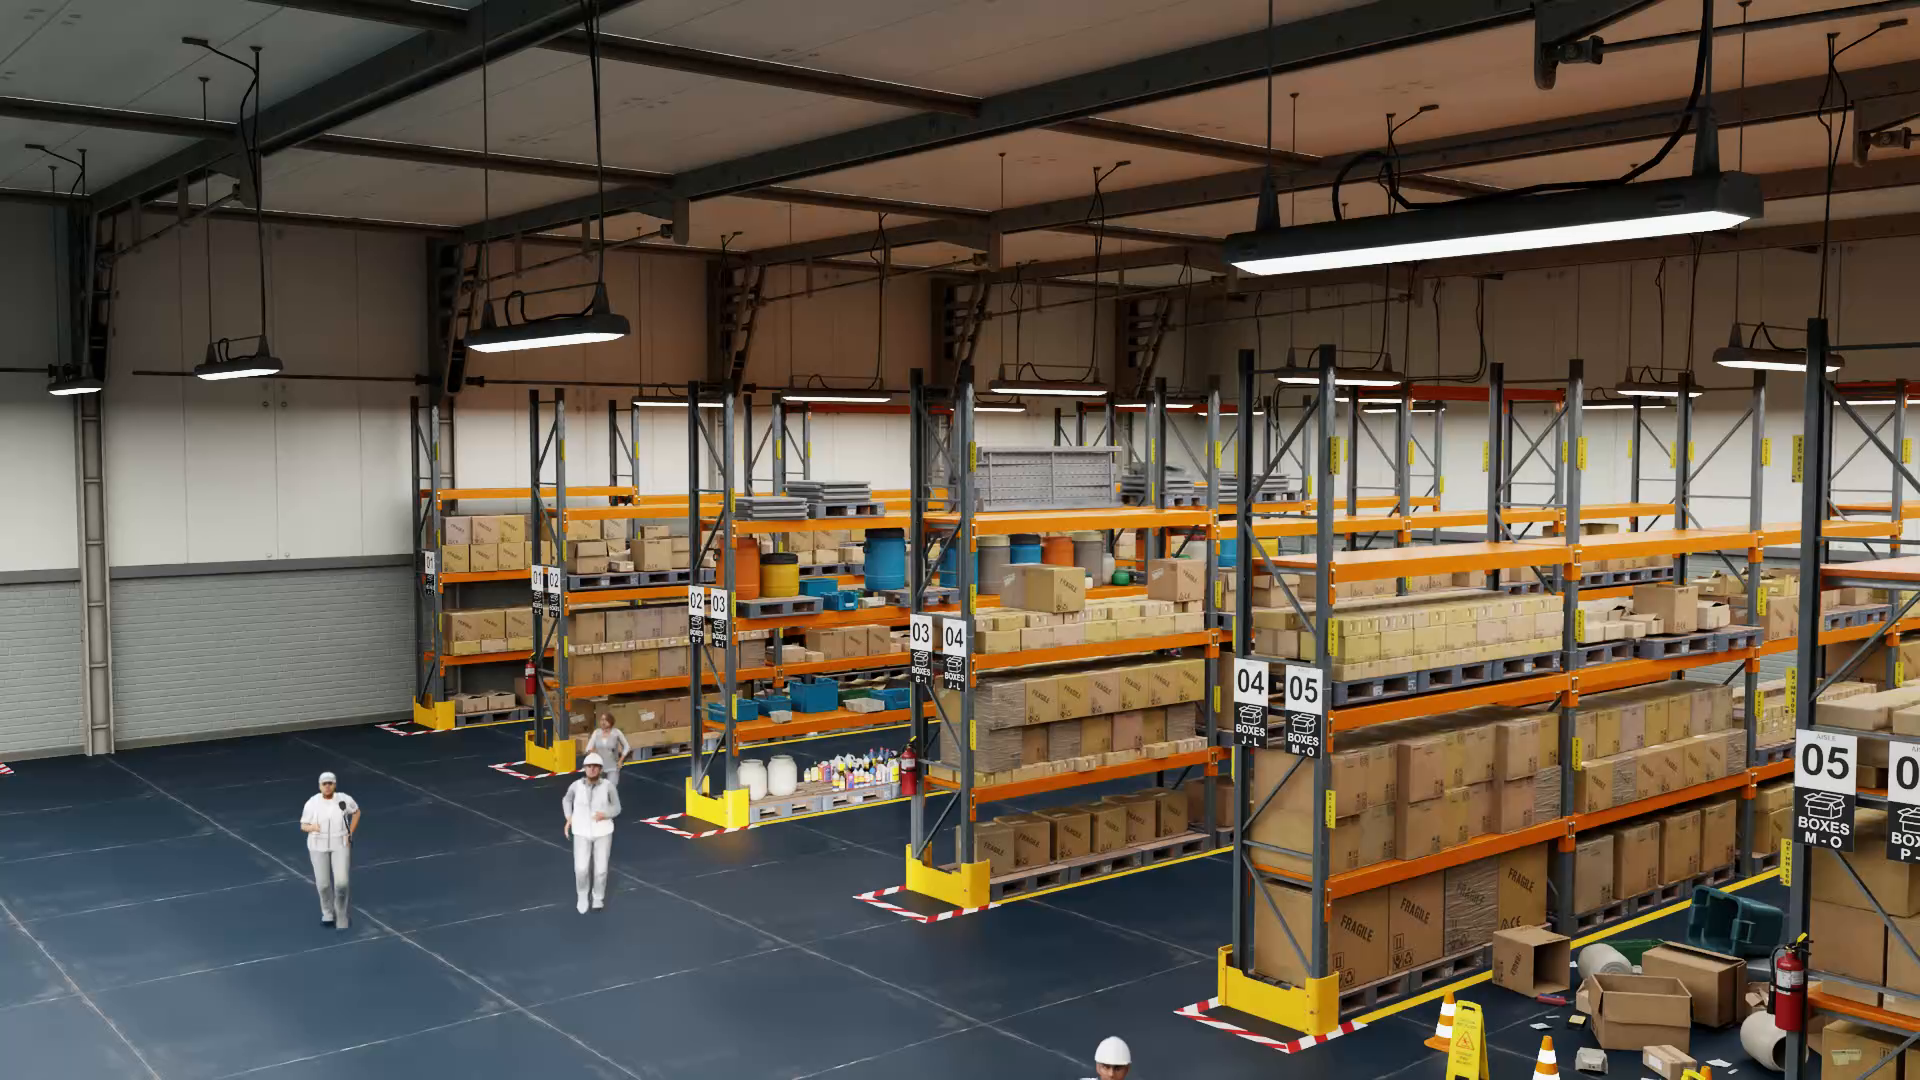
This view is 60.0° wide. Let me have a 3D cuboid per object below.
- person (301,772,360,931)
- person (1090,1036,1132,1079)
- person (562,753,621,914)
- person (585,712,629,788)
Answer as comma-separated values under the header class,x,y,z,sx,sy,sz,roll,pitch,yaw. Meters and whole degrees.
class,x,y,z,sx,sy,sz,roll,pitch,yaw
person,-6.684,3.305,17.631,0.565,1.695,0.661,-1,4,-17
person,0.848,3.727,9.432,0.670,1.822,0.757,0,3,4
person,-4.022,3.208,18.163,0.639,1.750,0.672,-1,3,-11
person,-4.664,3.062,21.903,0.544,1.609,0.780,0,3,6
